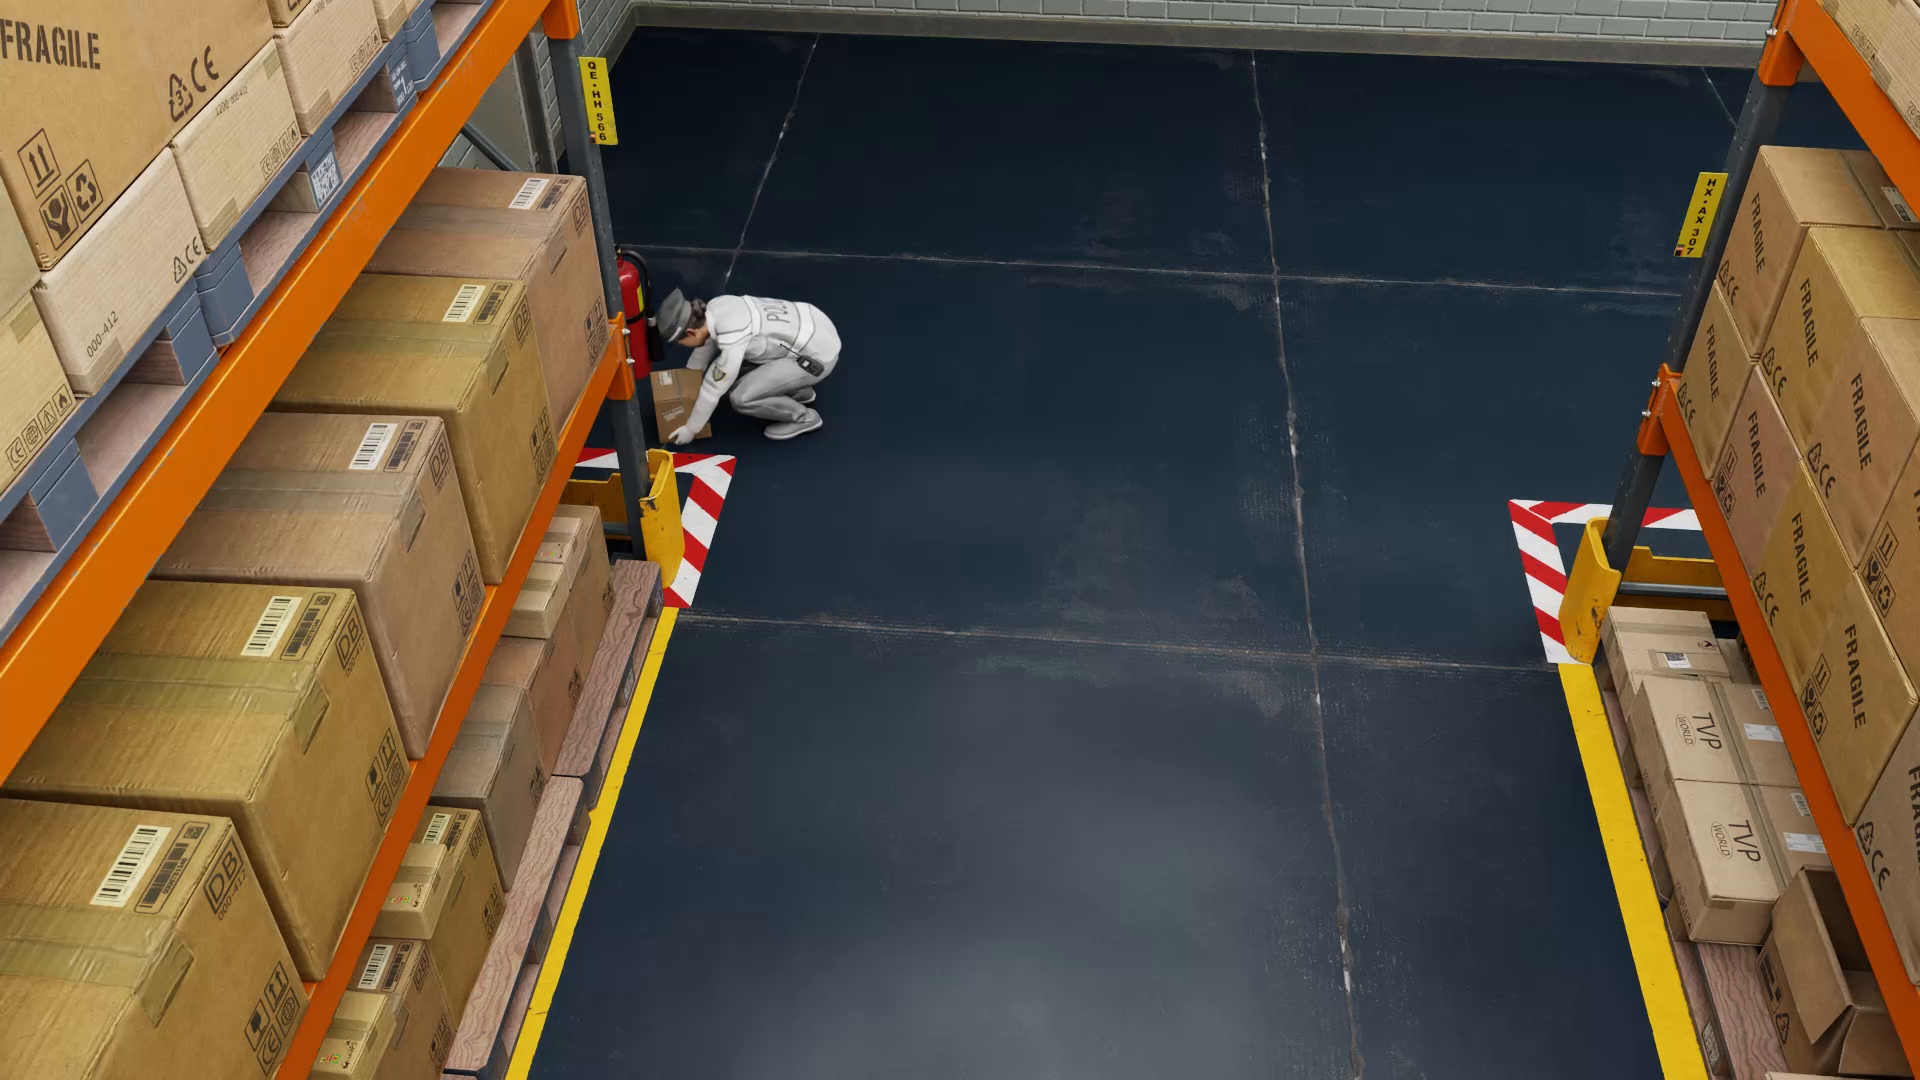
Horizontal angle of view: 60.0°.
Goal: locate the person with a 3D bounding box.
[{"bbox_3d":[-1.004,-0.853,7.880,0.883,0.831,0.477,-8,41,-10],"label":"person"}]
